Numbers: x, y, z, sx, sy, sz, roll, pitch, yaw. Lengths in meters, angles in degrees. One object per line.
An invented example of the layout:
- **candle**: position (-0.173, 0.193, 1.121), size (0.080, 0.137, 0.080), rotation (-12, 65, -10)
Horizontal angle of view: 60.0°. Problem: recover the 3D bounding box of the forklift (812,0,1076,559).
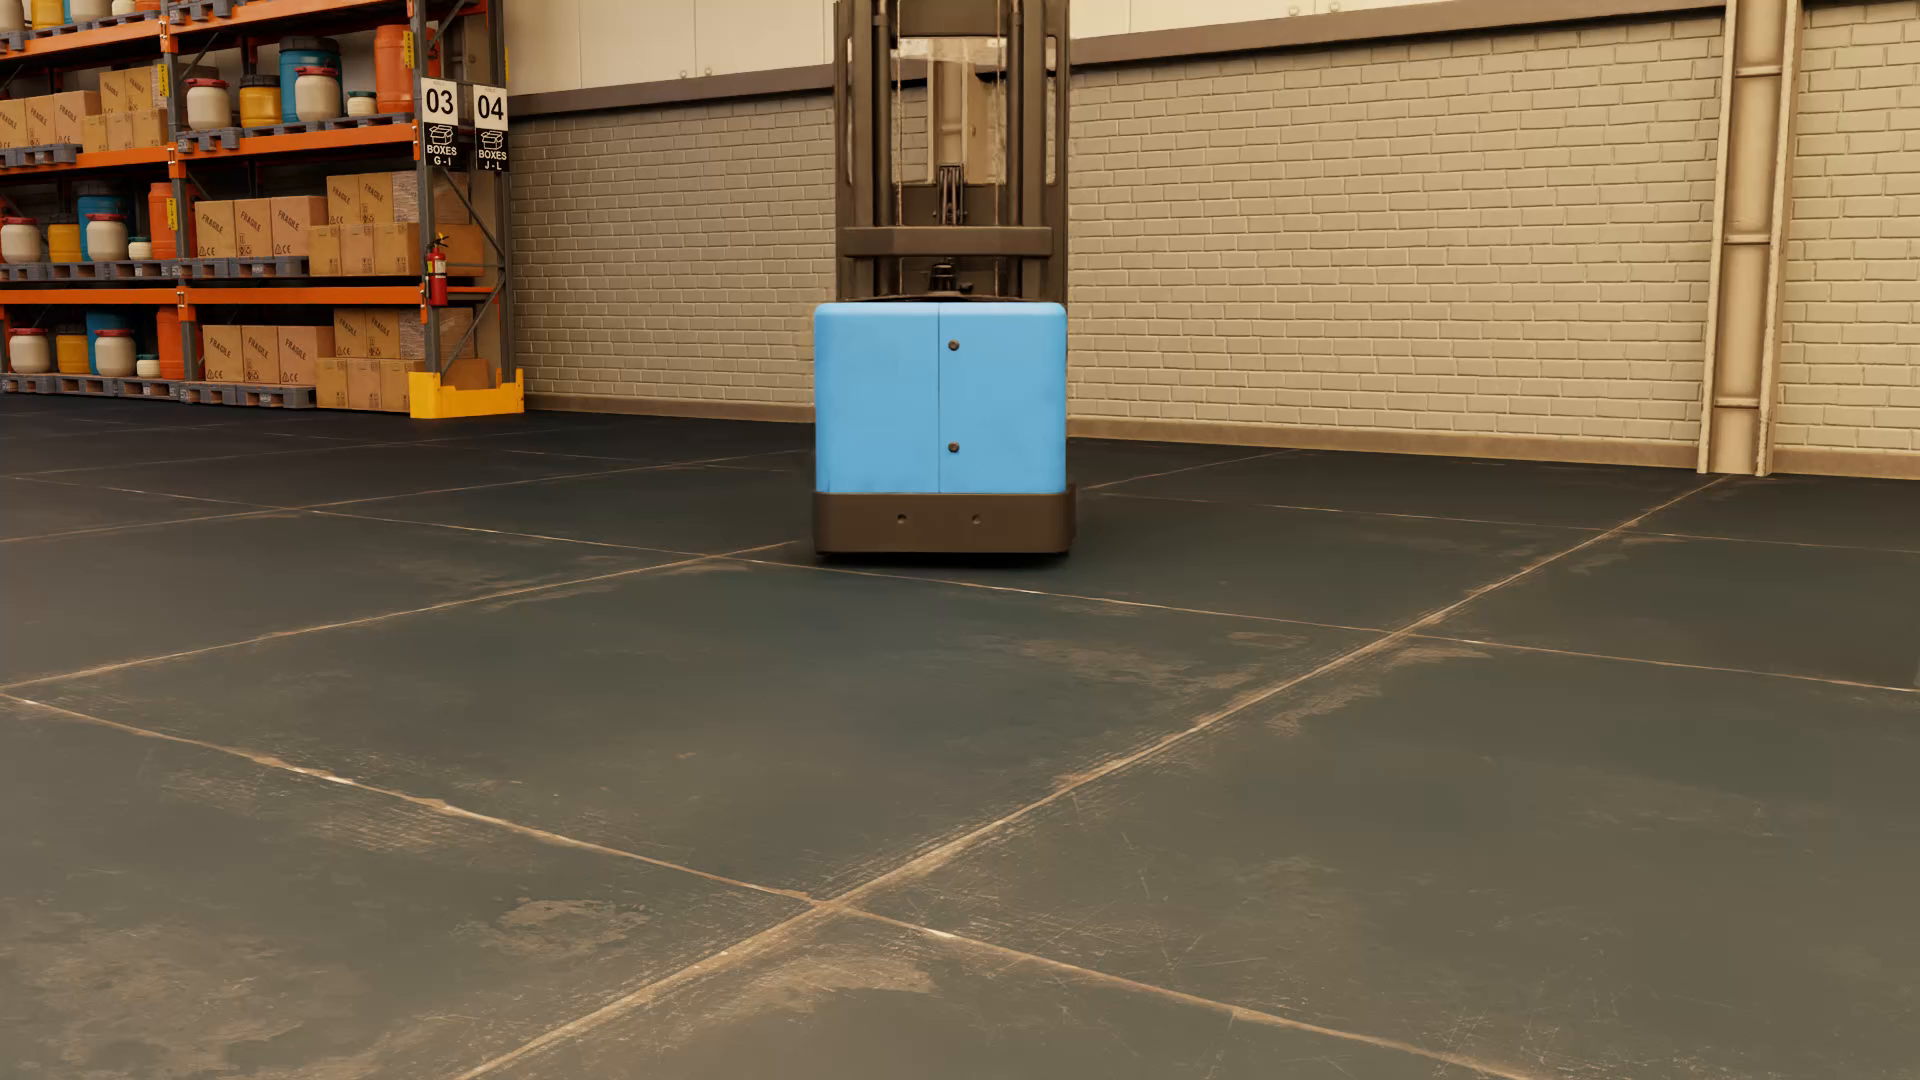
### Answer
- **forklift**: position (-0.029, -1.541, 8.032), size (1.130, 2.935, 3.031), rotation (0, 8, 2)
